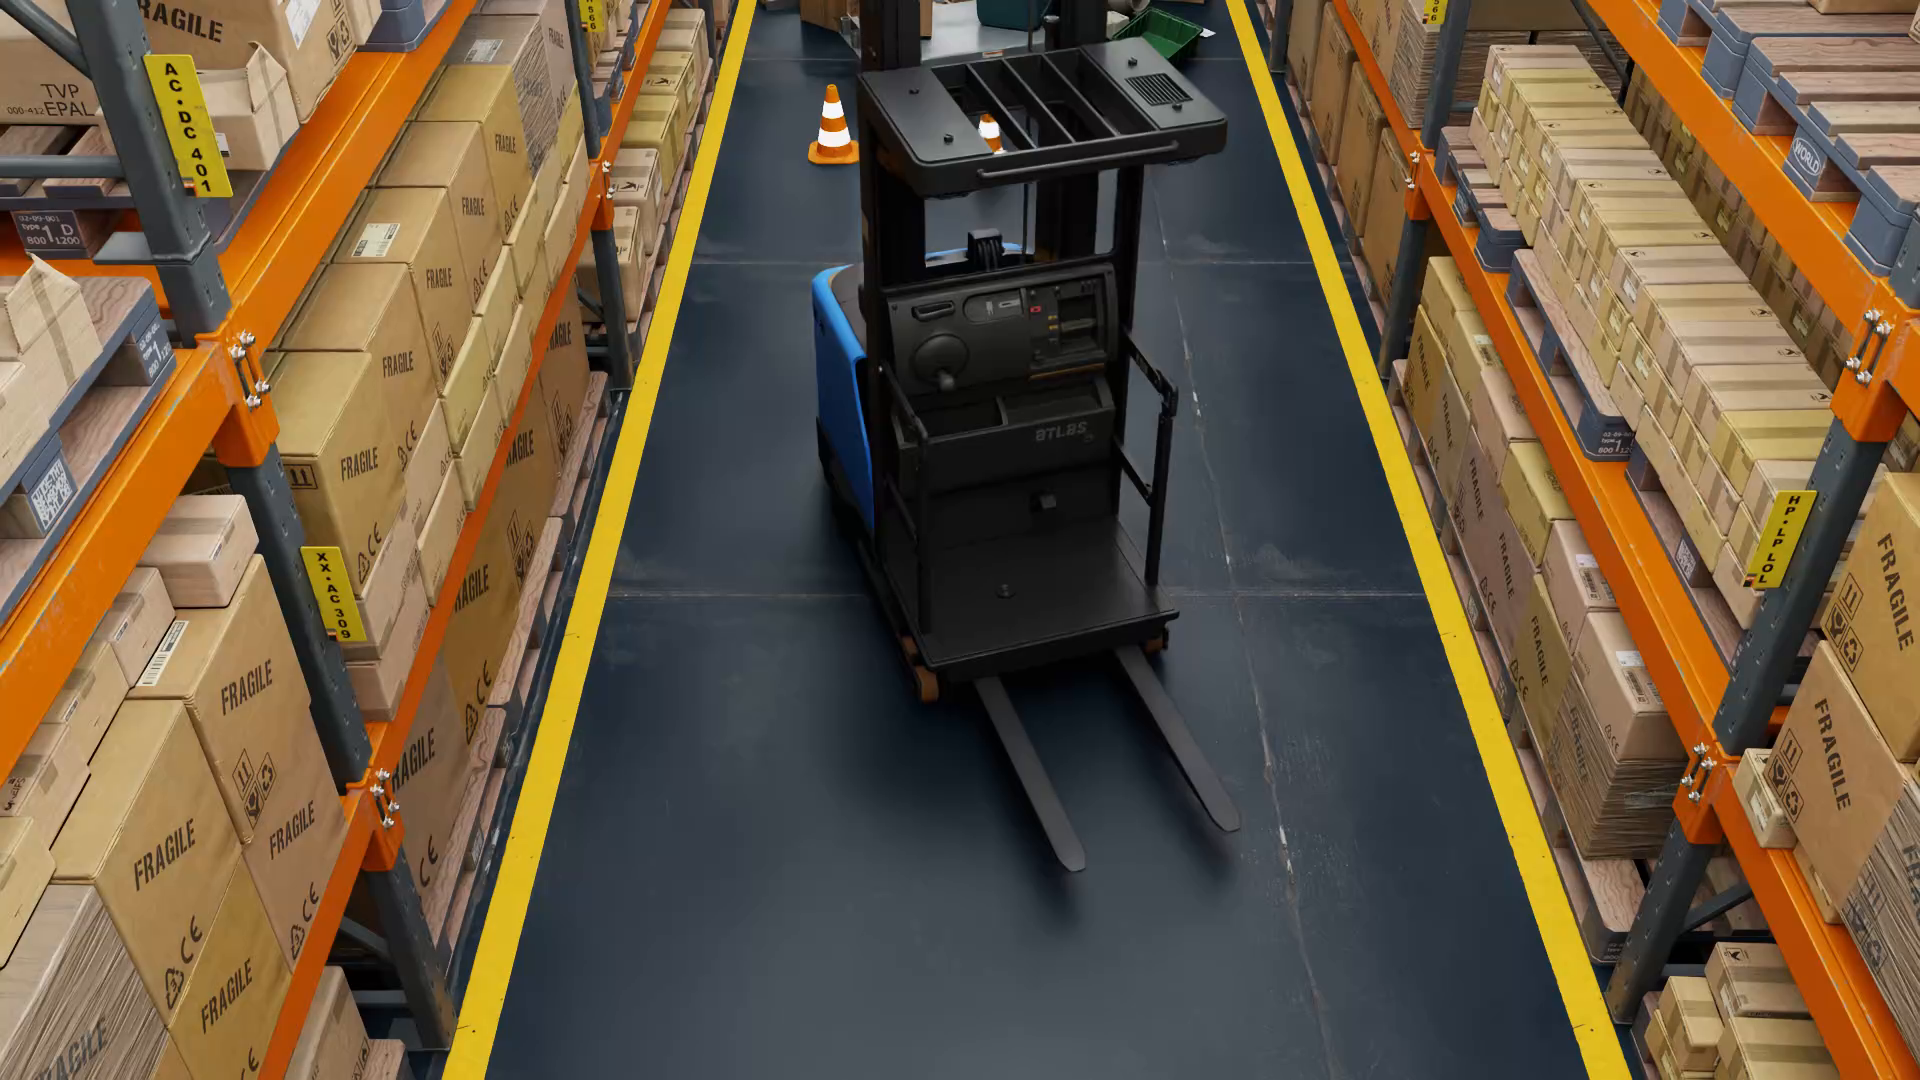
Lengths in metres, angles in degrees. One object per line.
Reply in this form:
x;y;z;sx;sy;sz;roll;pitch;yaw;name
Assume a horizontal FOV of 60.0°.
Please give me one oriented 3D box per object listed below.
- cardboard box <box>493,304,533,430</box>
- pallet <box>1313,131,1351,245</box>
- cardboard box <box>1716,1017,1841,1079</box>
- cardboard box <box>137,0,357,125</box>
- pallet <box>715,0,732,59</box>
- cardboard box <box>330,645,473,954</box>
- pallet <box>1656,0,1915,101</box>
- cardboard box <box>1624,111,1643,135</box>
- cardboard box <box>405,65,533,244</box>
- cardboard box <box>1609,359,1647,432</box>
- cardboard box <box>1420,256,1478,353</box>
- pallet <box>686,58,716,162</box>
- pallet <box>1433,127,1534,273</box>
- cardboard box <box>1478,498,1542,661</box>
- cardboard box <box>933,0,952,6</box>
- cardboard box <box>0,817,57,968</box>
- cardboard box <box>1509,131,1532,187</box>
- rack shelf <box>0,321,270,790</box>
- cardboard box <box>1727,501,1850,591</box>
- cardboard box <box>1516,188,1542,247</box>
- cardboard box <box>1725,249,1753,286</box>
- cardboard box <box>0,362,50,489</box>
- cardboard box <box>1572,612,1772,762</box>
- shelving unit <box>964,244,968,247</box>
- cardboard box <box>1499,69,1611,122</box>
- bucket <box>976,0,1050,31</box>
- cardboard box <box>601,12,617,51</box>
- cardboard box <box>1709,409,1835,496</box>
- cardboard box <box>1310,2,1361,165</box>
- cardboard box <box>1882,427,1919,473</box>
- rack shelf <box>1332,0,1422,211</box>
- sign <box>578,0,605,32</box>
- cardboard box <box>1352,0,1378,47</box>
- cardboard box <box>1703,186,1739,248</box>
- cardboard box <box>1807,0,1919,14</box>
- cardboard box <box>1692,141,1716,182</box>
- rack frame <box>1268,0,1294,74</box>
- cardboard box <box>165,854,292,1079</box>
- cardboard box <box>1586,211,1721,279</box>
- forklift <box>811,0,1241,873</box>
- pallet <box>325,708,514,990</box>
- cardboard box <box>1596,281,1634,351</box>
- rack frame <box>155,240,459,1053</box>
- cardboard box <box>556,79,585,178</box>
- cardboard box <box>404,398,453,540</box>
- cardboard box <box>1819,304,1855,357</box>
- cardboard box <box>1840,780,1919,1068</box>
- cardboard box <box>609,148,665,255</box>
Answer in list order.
-1.931;-0.657;6.291;0.500;0.250;0.500;-1;39;-1;cardboard box
2.805;-2.218;10.349;1.003;0.211;1.213;0;39;0;pallet
2.468;1.554;4.881;0.380;0.149;0.250;2;39;2;cardboard box
-1.927;-1.408;4.294;0.500;0.500;0.500;-1;39;-1;cardboard box
-2.261;-3.818;12.346;1.003;0.211;1.213;0;39;0;pallet
-2.297;0.794;5.724;0.875;0.875;0.875;1;39;1;cardboard box
2.835;-1.682;5.202;1.213;0.211;1.003;0;39;0;pallet
3.189;-1.810;7.474;0.380;0.149;0.250;1;39;1;cardboard box
-1.956;-1.460;6.293;0.500;0.500;0.500;0;39;0;cardboard box
2.530;-0.514;5.857;0.380;0.149;0.250;-2;39;-2;cardboard box
2.488;-1.102;7.789;0.500;0.250;0.500;-2;39;-2;cardboard box
-2.223;-2.912;11.214;1.003;0.211;1.213;0;39;0;pallet
2.837;-1.531;7.416;1.213;0.211;1.003;0;39;0;pallet
2.485;0.157;6.819;0.500;0.500;0.500;-1;39;-1;cardboard box
-0.080;-3.931;12.442;0.258;0.266;0.396;-28;46;-30;cardboard box
-1.961;0.662;3.127;0.380;0.149;0.250;0;39;0;cardboard box
2.535;-1.595;6.969;0.380;0.149;0.250;-1;39;-1;cardboard box
-2.214;0.877;2.433;1.077;0.370;4.000;0;39;0;rack shelf
2.536;0.019;4.955;0.380;0.149;0.250;1;39;1;cardboard box
2.531;-1.332;6.879;0.380;0.149;0.250;2;39;2;cardboard box
3.186;-1.007;6.474;0.380;0.149;0.250;1;39;1;cardboard box
-1.895;-0.195;2.981;0.380;0.149;0.250;1;39;1;cardboard box
2.480;0.503;5.787;0.500;0.250;0.500;-1;39;-1;cardboard box
-0.051;-1.002;8.270;0.258;0.900;0.210;-7;35;-8;shelving unit
2.539;-1.893;7.102;0.380;0.149;0.250;-1;39;-1;cardboard box
0.419;-3.952;11.686;0.726;0.611;0.620;13;50;15;bucket
-1.956;-2.602;8.464;0.380;0.149;0.250;-2;39;-3;cardboard box
2.537;-0.267;5.074;0.380;0.149;0.250;-1;39;-1;cardboard box
2.813;-2.848;10.368;1.050;0.750;0.750;0;39;0;cardboard box
3.190;-0.303;5.356;0.380;0.149;0.250;1;39;1;cardboard box
2.727;-3.022;9.697;1.077;0.370;4.000;0;39;0;rack shelf
-1.666;-2.439;7.469;0.100;0.325;0.005;0;39;0;sign
2.461;-2.997;9.011;0.500;0.500;0.500;-1;39;-1;cardboard box
3.188;-1.282;6.578;0.380;0.149;0.250;0;39;0;cardboard box
2.863;-1.891;4.894;0.797;0.503;0.637;-1;39;-1;cardboard box
3.191;-1.556;6.682;0.380;0.149;0.250;1;39;1;cardboard box
2.725;-4.553;11.033;1.000;3.000;0.127;0;39;0;rack frame
-1.954;1.089;3.913;0.500;0.500;0.500;-1;39;-1;cardboard box
2.536;-1.083;6.092;0.380;0.149;0.250;-1;39;-1;cardboard box
0.245;-0.751;6.343;1.130;2.935;3.031;-11;40;-14;forklift
-2.292;1.122;6.181;1.003;0.211;1.213;0;39;0;pallet
2.531;-0.805;5.984;0.380;0.149;0.250;0;39;0;cardboard box
-2.216;0.516;4.707;1.000;3.000;0.127;0;39;0;rack frame
-1.966;-1.819;7.341;0.500;0.250;0.500;0;39;0;cardboard box
-1.963;-0.222;5.348;0.500;0.250;0.500;1;39;1;cardboard box
3.191;-0.746;5.672;0.380;0.149;0.250;0;39;0;cardboard box
2.490;0.914;3.893;0.500;0.500;0.500;0;39;0;cardboard box
-2.220;-1.938;9.536;0.950;0.372;0.625;-1;39;-1;cardboard box
